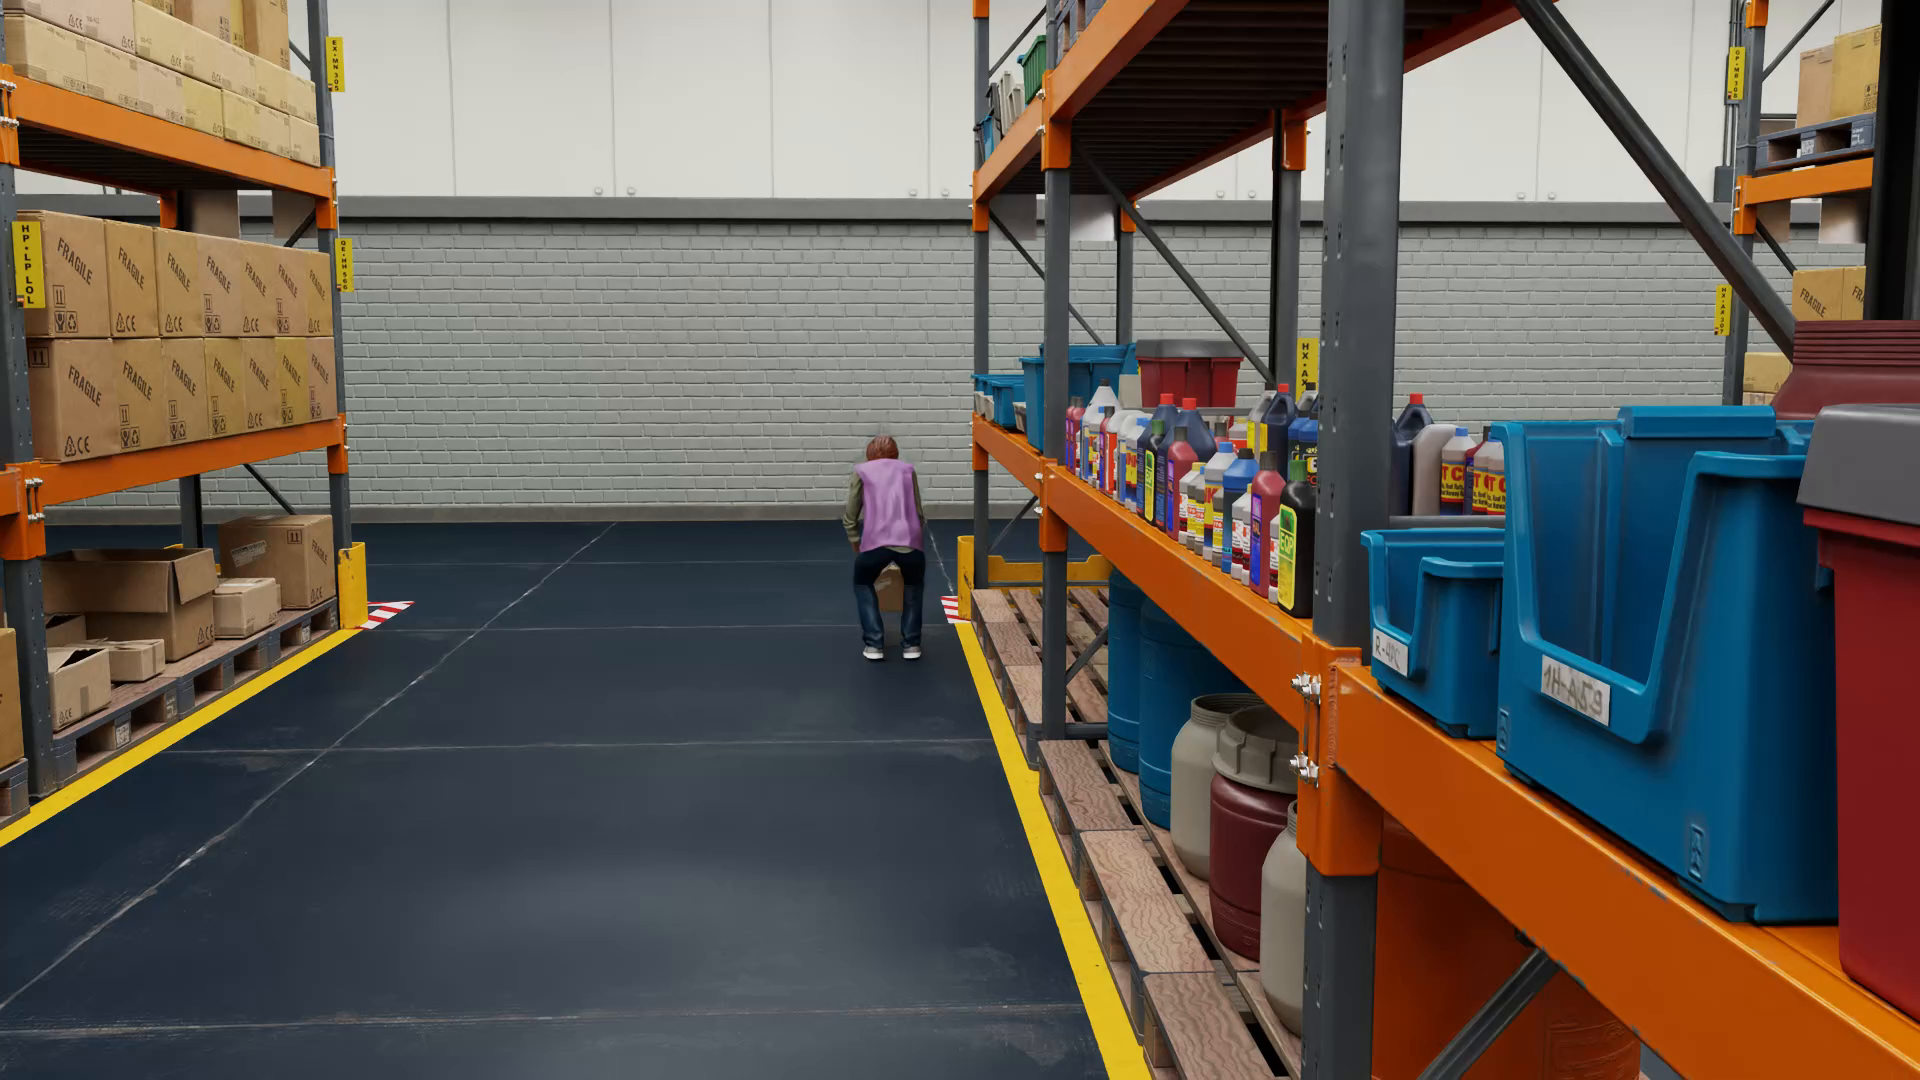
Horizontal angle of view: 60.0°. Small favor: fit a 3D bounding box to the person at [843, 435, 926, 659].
[{"bbox_3d":[-0.425,0.046,9.389,0.463,1.244,0.685,0,7,-4],"label":"person"}]
